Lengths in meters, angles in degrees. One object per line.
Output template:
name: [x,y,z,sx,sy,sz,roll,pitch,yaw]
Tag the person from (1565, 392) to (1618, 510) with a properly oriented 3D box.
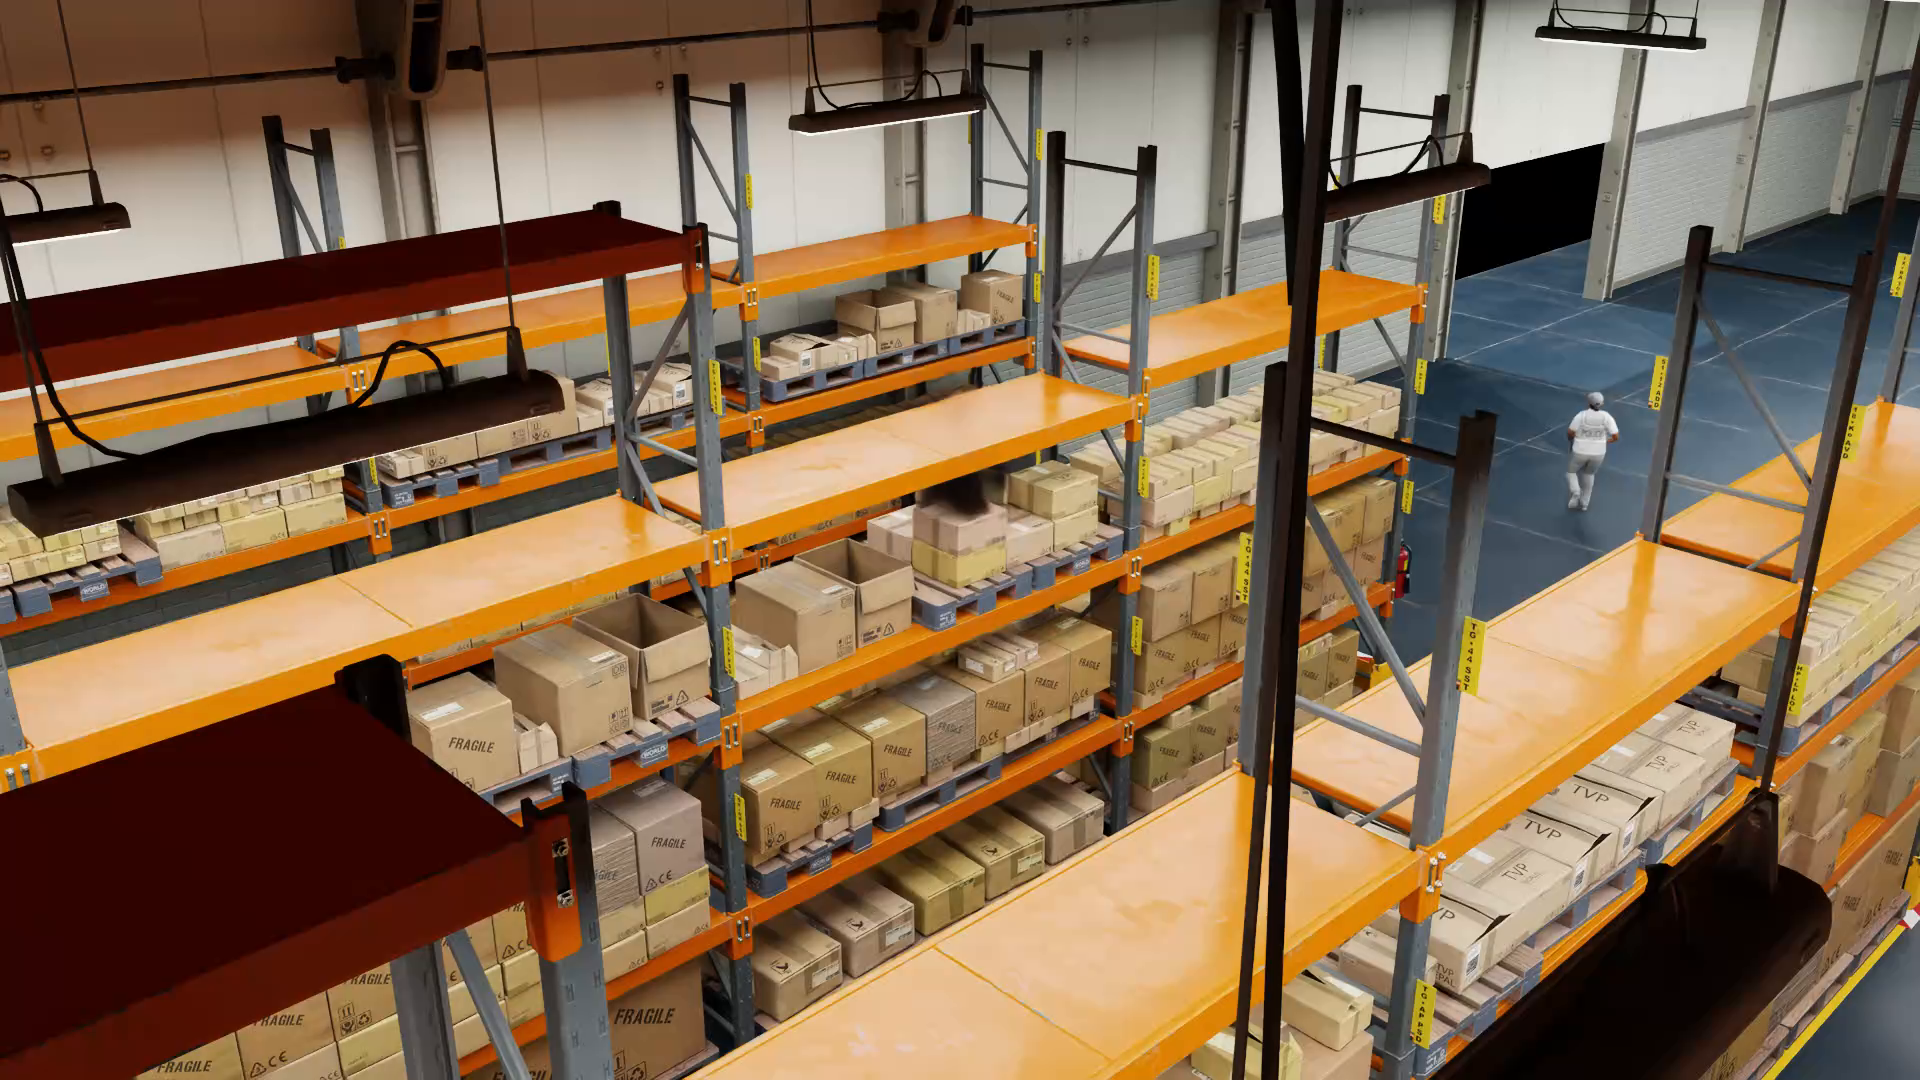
person: [8.125,-1.135,21.500,0.644,1.624,0.543,3,23,8]
